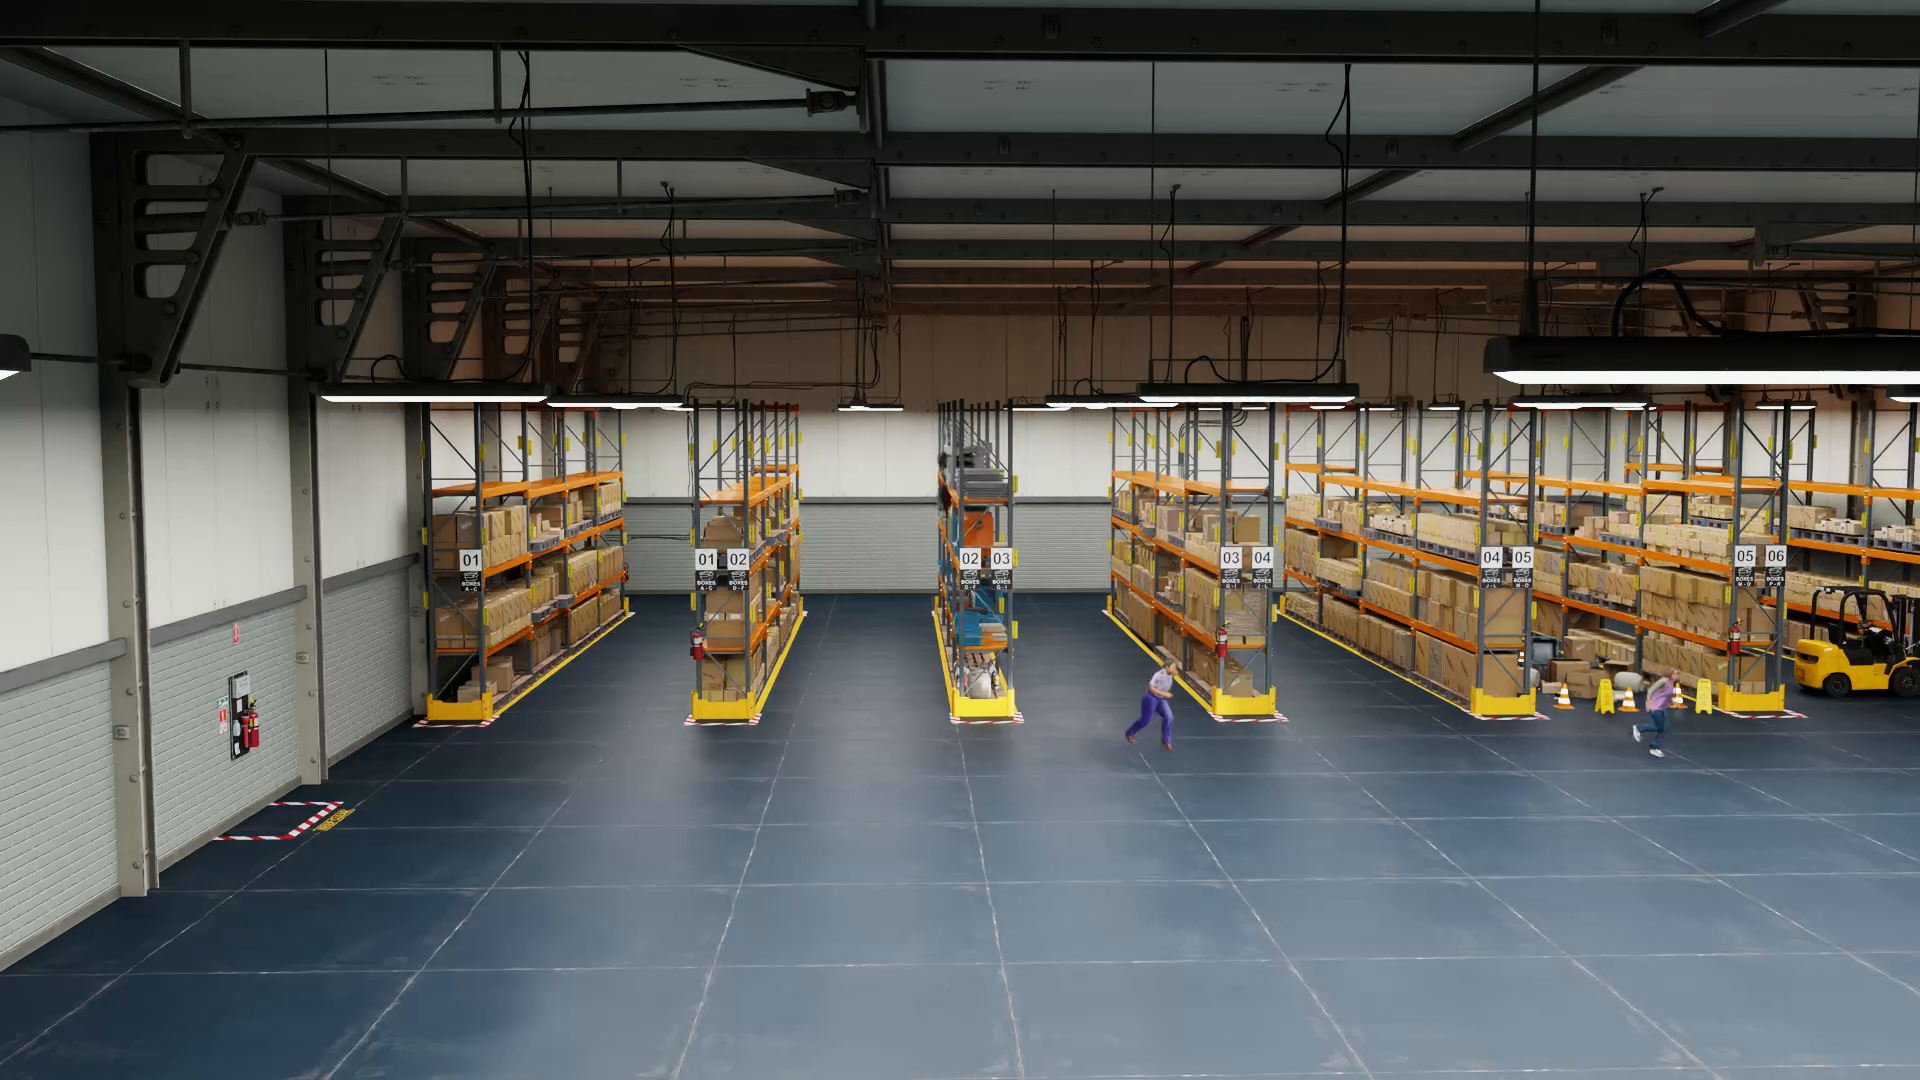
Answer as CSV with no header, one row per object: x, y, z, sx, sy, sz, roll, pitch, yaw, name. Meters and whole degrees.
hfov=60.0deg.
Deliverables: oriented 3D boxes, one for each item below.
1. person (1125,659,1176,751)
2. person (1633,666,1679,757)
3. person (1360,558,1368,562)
3.270,2.809,28.495,0.960,1.612,0.649,3,5,34,person
11.701,2.858,27.966,0.717,1.537,0.532,4,6,45,person
11.360,1.327,47.034,0.599,1.659,0.549,-1,4,-7,person
